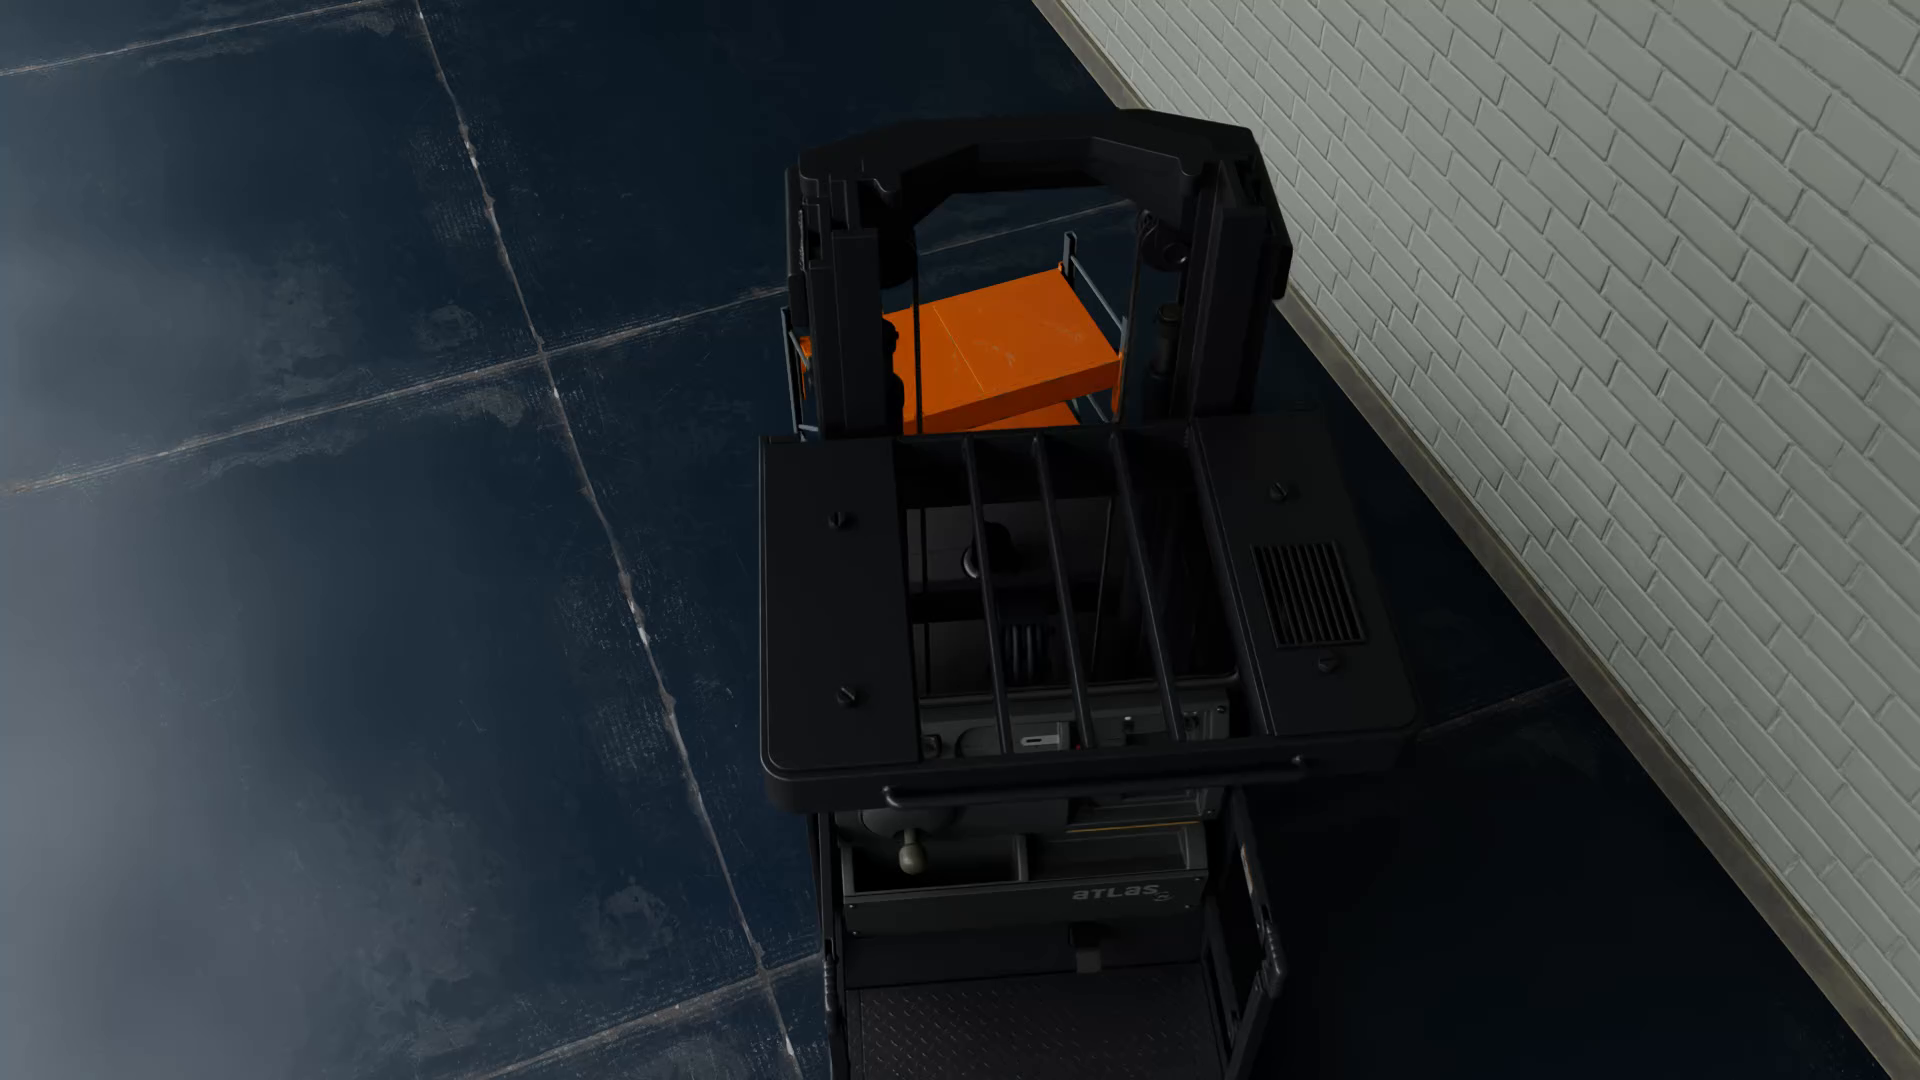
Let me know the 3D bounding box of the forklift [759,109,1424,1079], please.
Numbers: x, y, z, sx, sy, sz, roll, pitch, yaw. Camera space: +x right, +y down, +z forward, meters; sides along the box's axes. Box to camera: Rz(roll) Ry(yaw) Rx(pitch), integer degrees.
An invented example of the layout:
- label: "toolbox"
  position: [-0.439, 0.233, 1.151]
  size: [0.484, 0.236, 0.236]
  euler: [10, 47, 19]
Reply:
- label: "forklift"
  position: [0.185, 0.668, 3.744]
  size: [1.130, 2.935, 3.031]
  euler: [-4, 49, -3]

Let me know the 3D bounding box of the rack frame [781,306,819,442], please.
- label: "rack frame"
  position: [-0.477, -0.219, 5.696]
  size: [0.032, 1.125, 0.500]
  euler: [-17, 52, -14]

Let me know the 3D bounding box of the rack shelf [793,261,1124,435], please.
- label: "rack shelf"
  position: [-0.006, -0.555, 5.600]
  size: [1.000, 0.278, 0.538]
  euler: [-17, 52, -14]

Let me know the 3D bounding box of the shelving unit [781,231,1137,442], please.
- label: "shelving unit"
  position: [-0.006, -0.365, 5.822]
  size: [1.048, 1.125, 0.538]
  euler: [-17, 52, -14]

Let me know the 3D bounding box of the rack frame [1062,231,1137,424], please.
- label: "rack frame"
  position: [0.464, -0.510, 5.947]
  size: [0.032, 1.125, 0.500]
  euler: [-17, 52, -14]

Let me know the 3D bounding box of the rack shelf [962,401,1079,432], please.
- label: "rack shelf"
  position: [-0.006, -0.205, 6.007]
  size: [1.000, 0.278, 0.538]
  euler: [-17, 52, -14]
